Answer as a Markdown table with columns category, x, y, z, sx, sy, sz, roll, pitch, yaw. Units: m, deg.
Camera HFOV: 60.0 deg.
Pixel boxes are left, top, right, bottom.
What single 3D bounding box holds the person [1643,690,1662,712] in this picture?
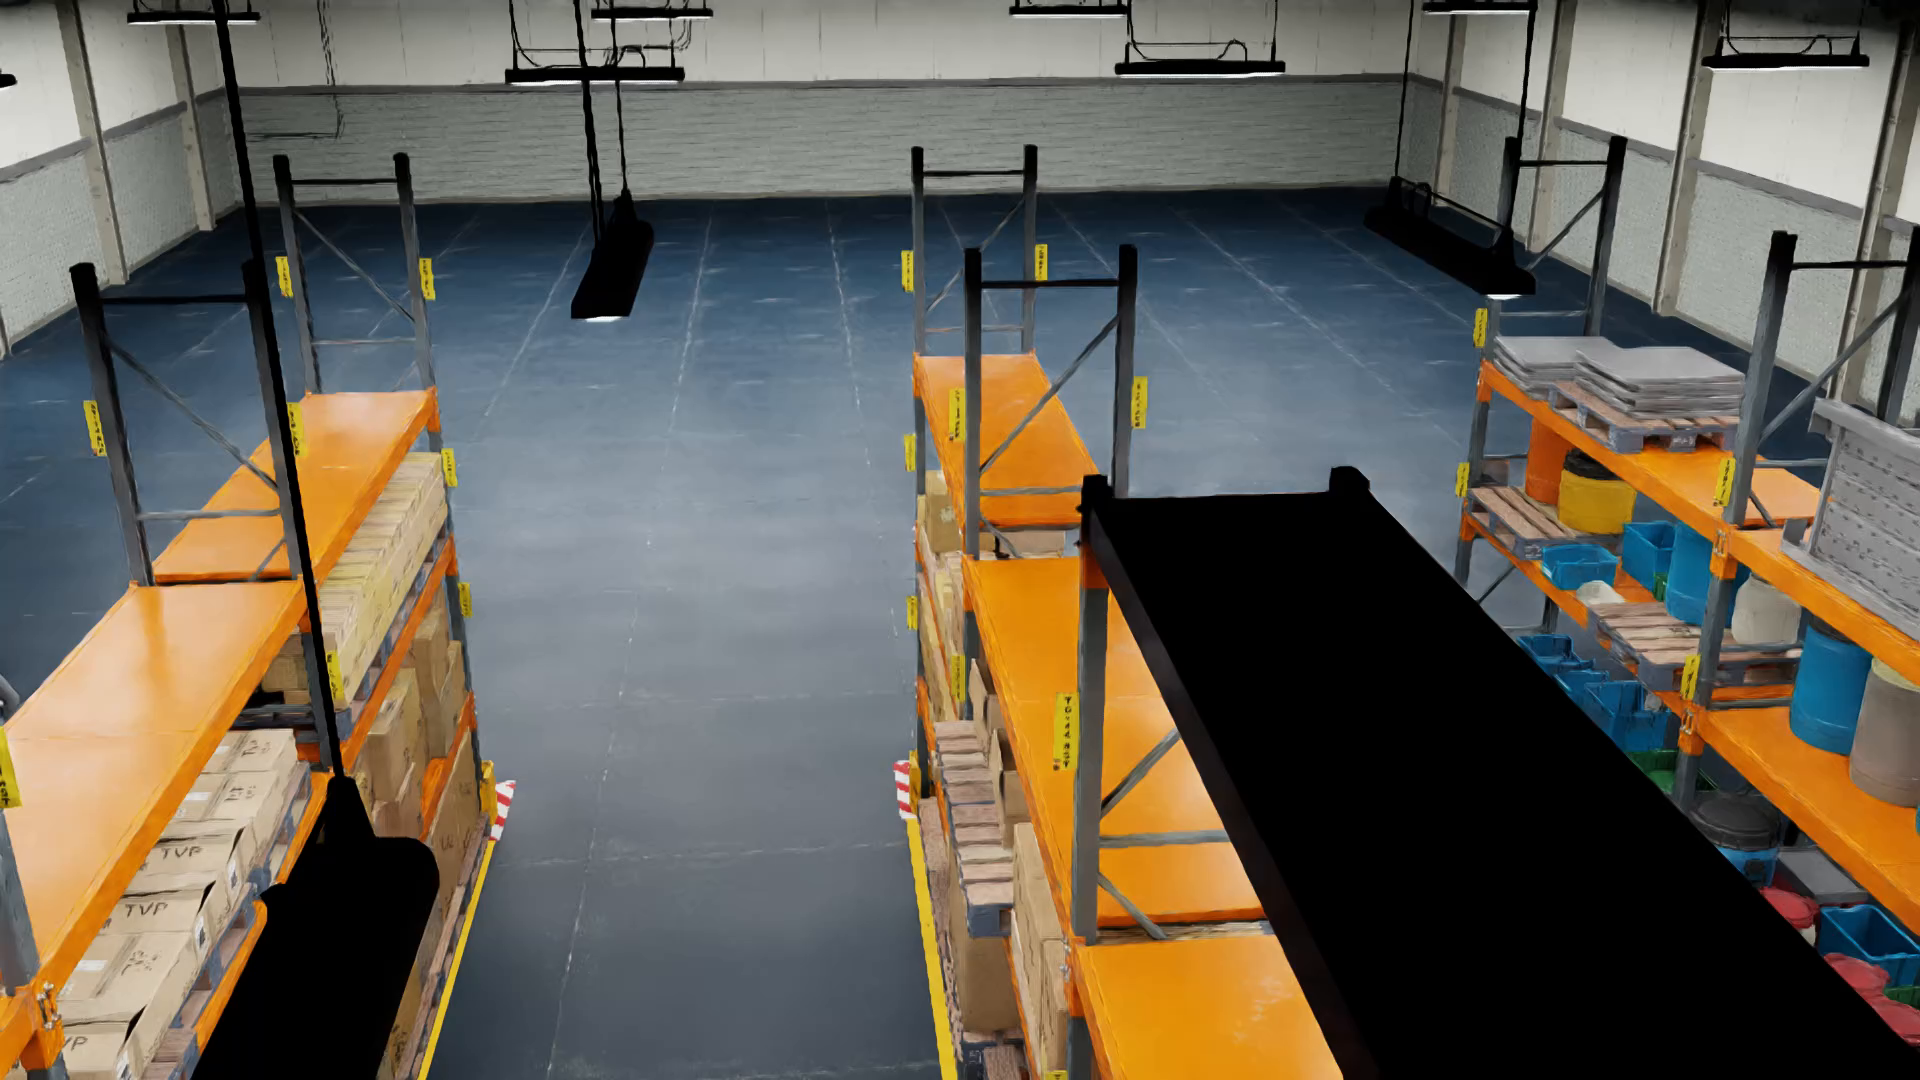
| category | x | y | z | sx | sy | sz | roll | pitch | yaw |
| --- | --- | --- | --- | --- | --- | --- | --- | --- | --- |
| person | 7.168 | 0.988 | 16.737 | 0.586 | 1.755 | 0.772 | 13 | 25 | 30 |

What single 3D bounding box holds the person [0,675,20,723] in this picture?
| category | x | y | z | sx | sy | sz | roll | pitch | yaw |
| --- | --- | --- | --- | --- | --- | --- | --- | --- | --- |
| person | -9.561 | 1.337 | 16.079 | 0.505 | 1.601 | 0.938 | 6 | 22 | 14 |
